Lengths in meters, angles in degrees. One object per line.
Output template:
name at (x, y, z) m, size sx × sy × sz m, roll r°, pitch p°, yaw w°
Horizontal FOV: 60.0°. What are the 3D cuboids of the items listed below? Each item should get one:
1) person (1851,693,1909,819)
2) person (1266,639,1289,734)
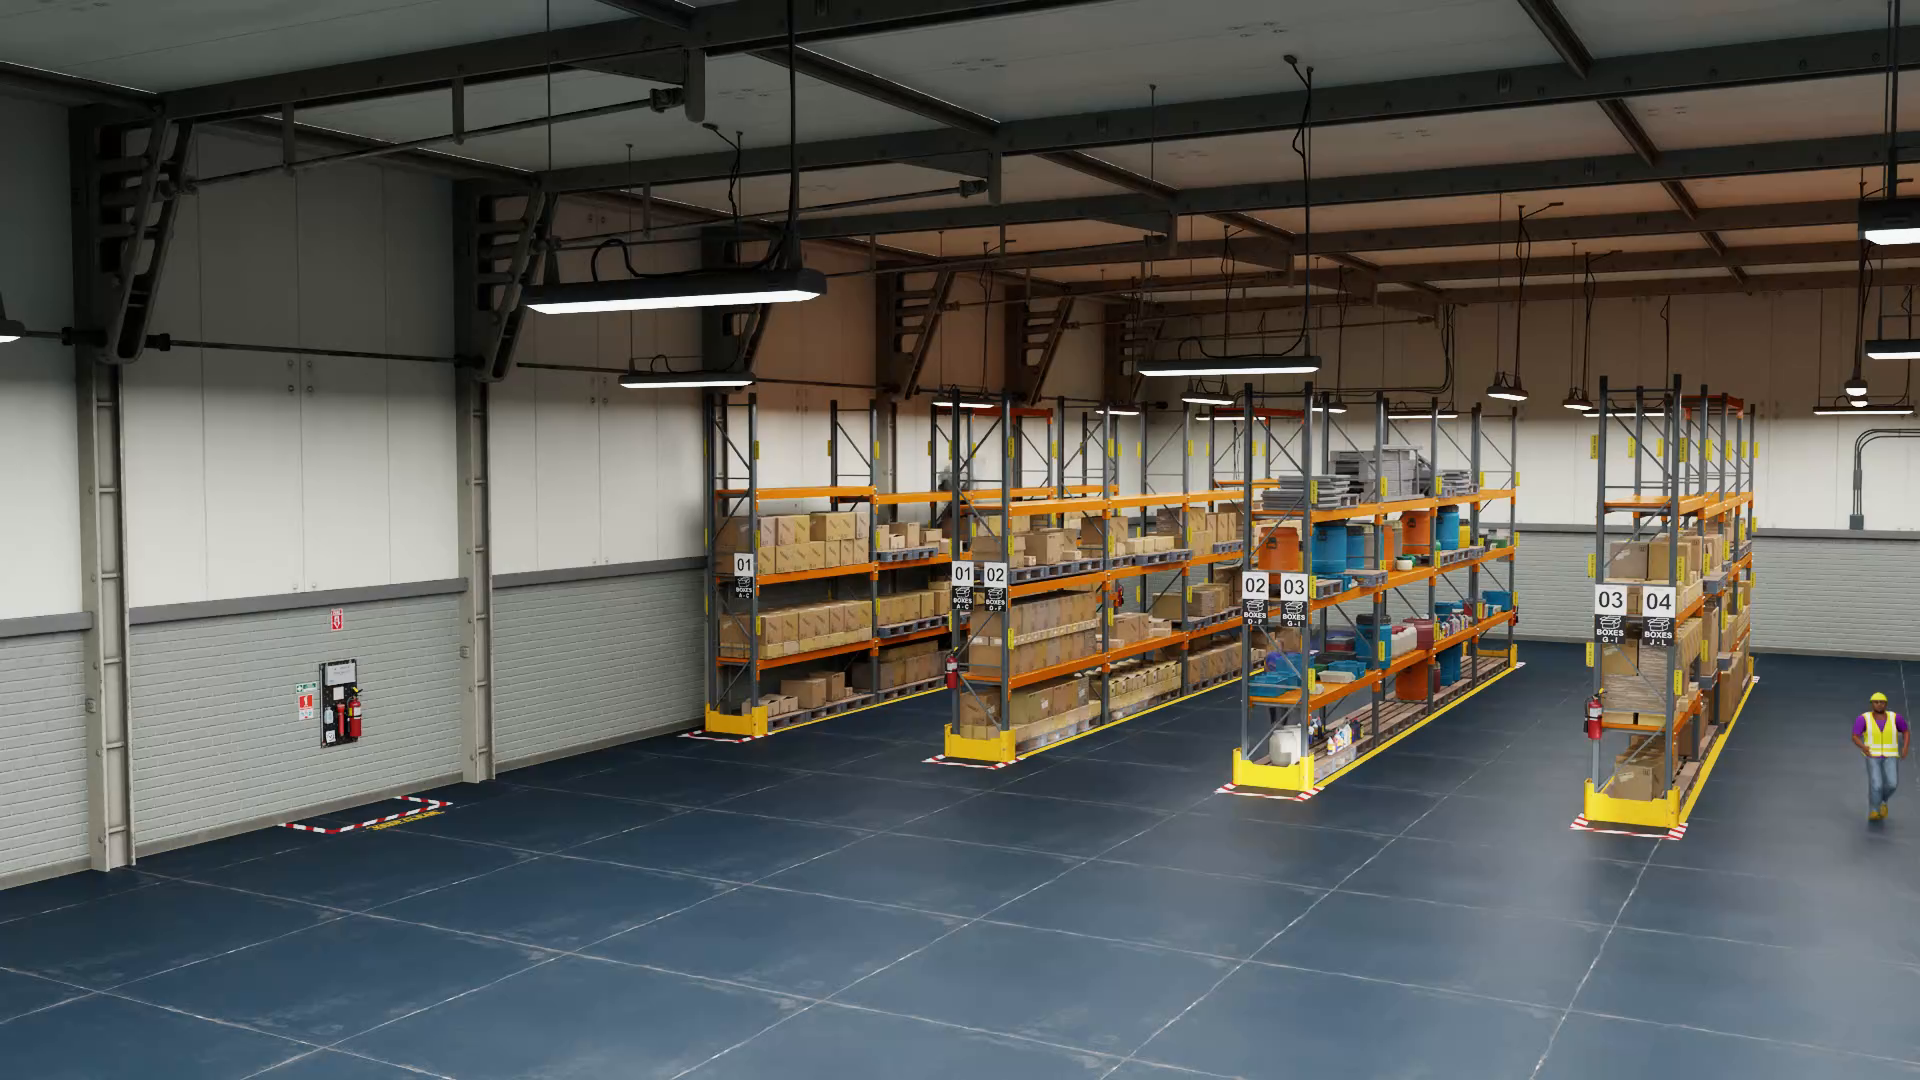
person at (12.429, 2.923, 22.436) m, size 0.712 × 1.721 × 0.566 m, roll 1°, pitch 3°, yaw 21°
person at (5.632, 2.592, 29.458) m, size 0.536 × 1.690 × 0.788 m, roll 1°, pitch 3°, yaw 22°
